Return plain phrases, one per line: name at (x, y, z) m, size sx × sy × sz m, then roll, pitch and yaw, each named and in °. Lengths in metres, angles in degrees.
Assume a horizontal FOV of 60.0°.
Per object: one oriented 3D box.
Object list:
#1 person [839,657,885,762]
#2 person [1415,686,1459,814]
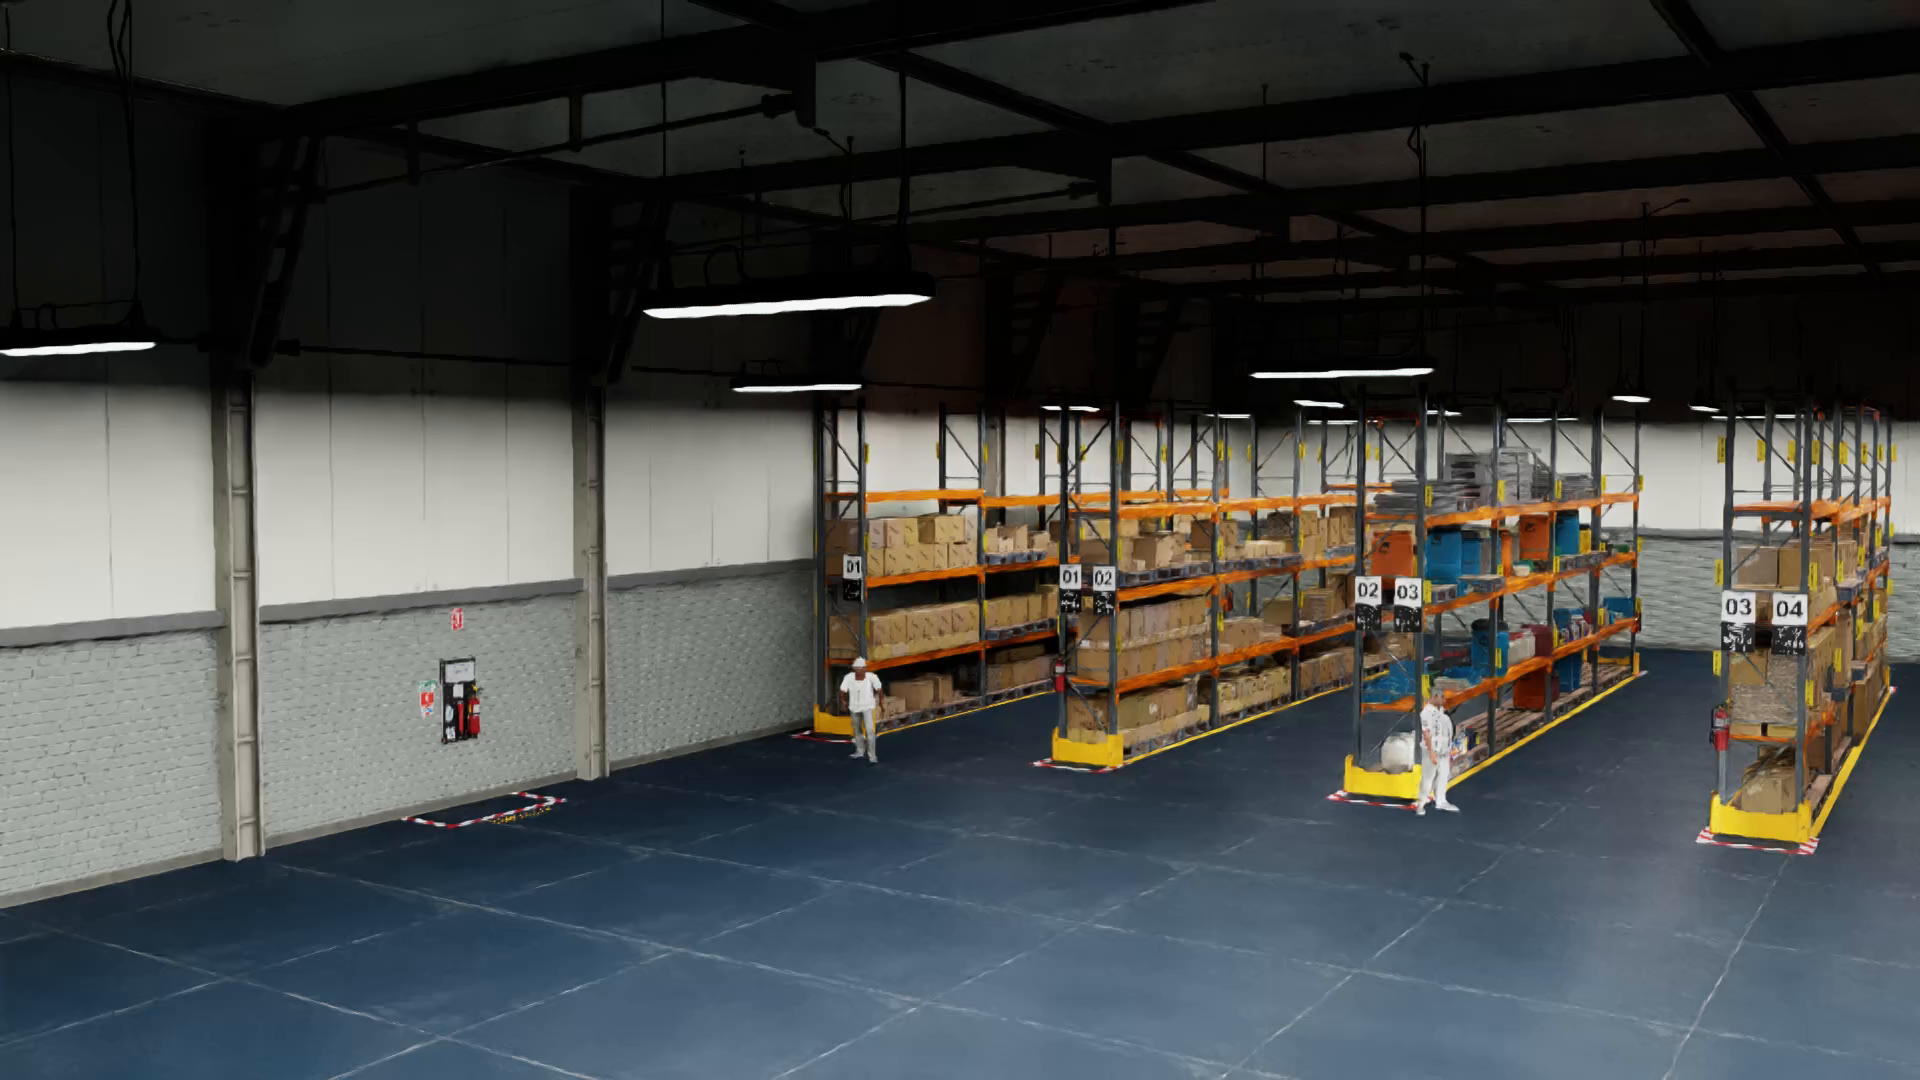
person at (-1.583, 2.727, 26.958) m, size 0.713 × 1.698 × 0.809 m, roll 1°, pitch 3°, yaw 14°
person at (6.594, 2.895, 23.043) m, size 0.708 × 1.759 × 0.417 m, roll -3°, pitch 4°, yaw -43°
